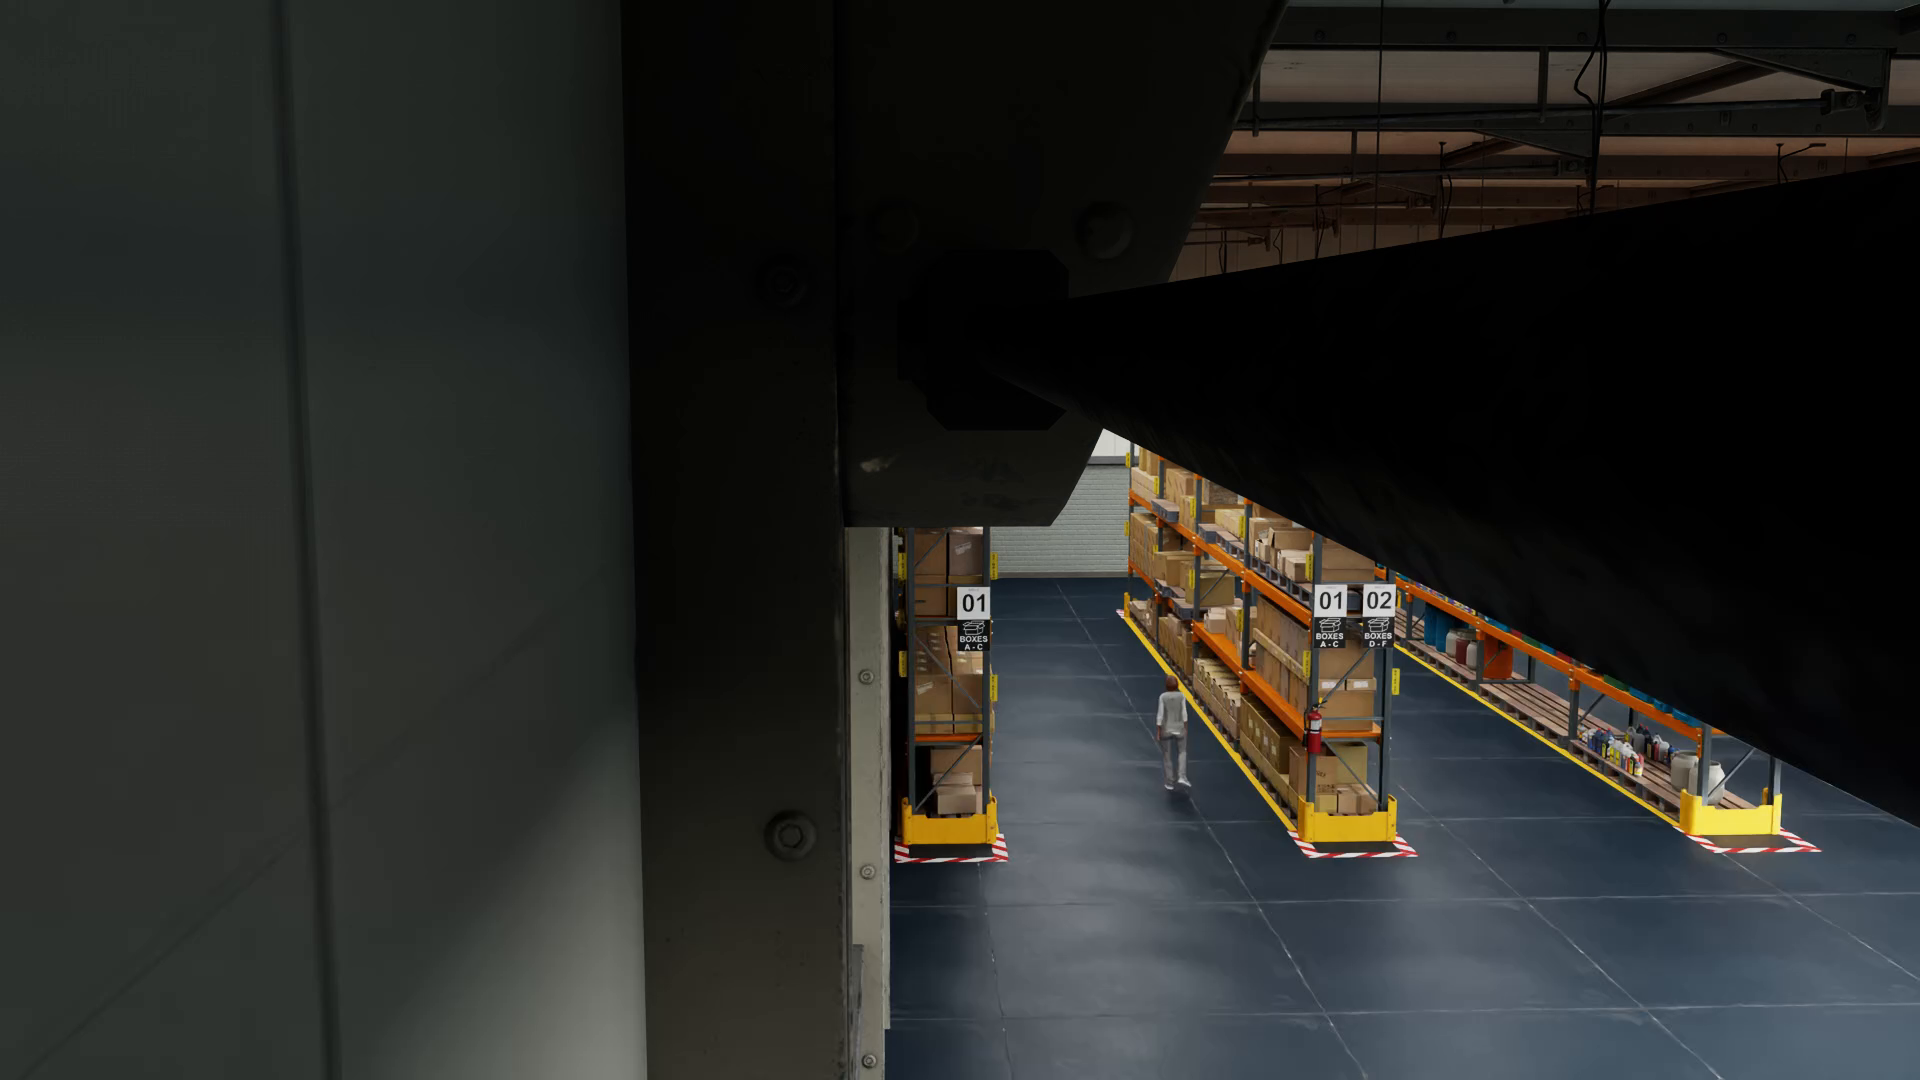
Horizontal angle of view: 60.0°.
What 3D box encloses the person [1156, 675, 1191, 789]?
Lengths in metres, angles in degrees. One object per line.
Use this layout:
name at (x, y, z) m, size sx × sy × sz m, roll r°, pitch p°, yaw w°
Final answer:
person at (2.923, 2.637, 22.761) m, size 0.472 × 1.597 × 0.440 m, roll 0°, pitch 7°, yaw -1°
